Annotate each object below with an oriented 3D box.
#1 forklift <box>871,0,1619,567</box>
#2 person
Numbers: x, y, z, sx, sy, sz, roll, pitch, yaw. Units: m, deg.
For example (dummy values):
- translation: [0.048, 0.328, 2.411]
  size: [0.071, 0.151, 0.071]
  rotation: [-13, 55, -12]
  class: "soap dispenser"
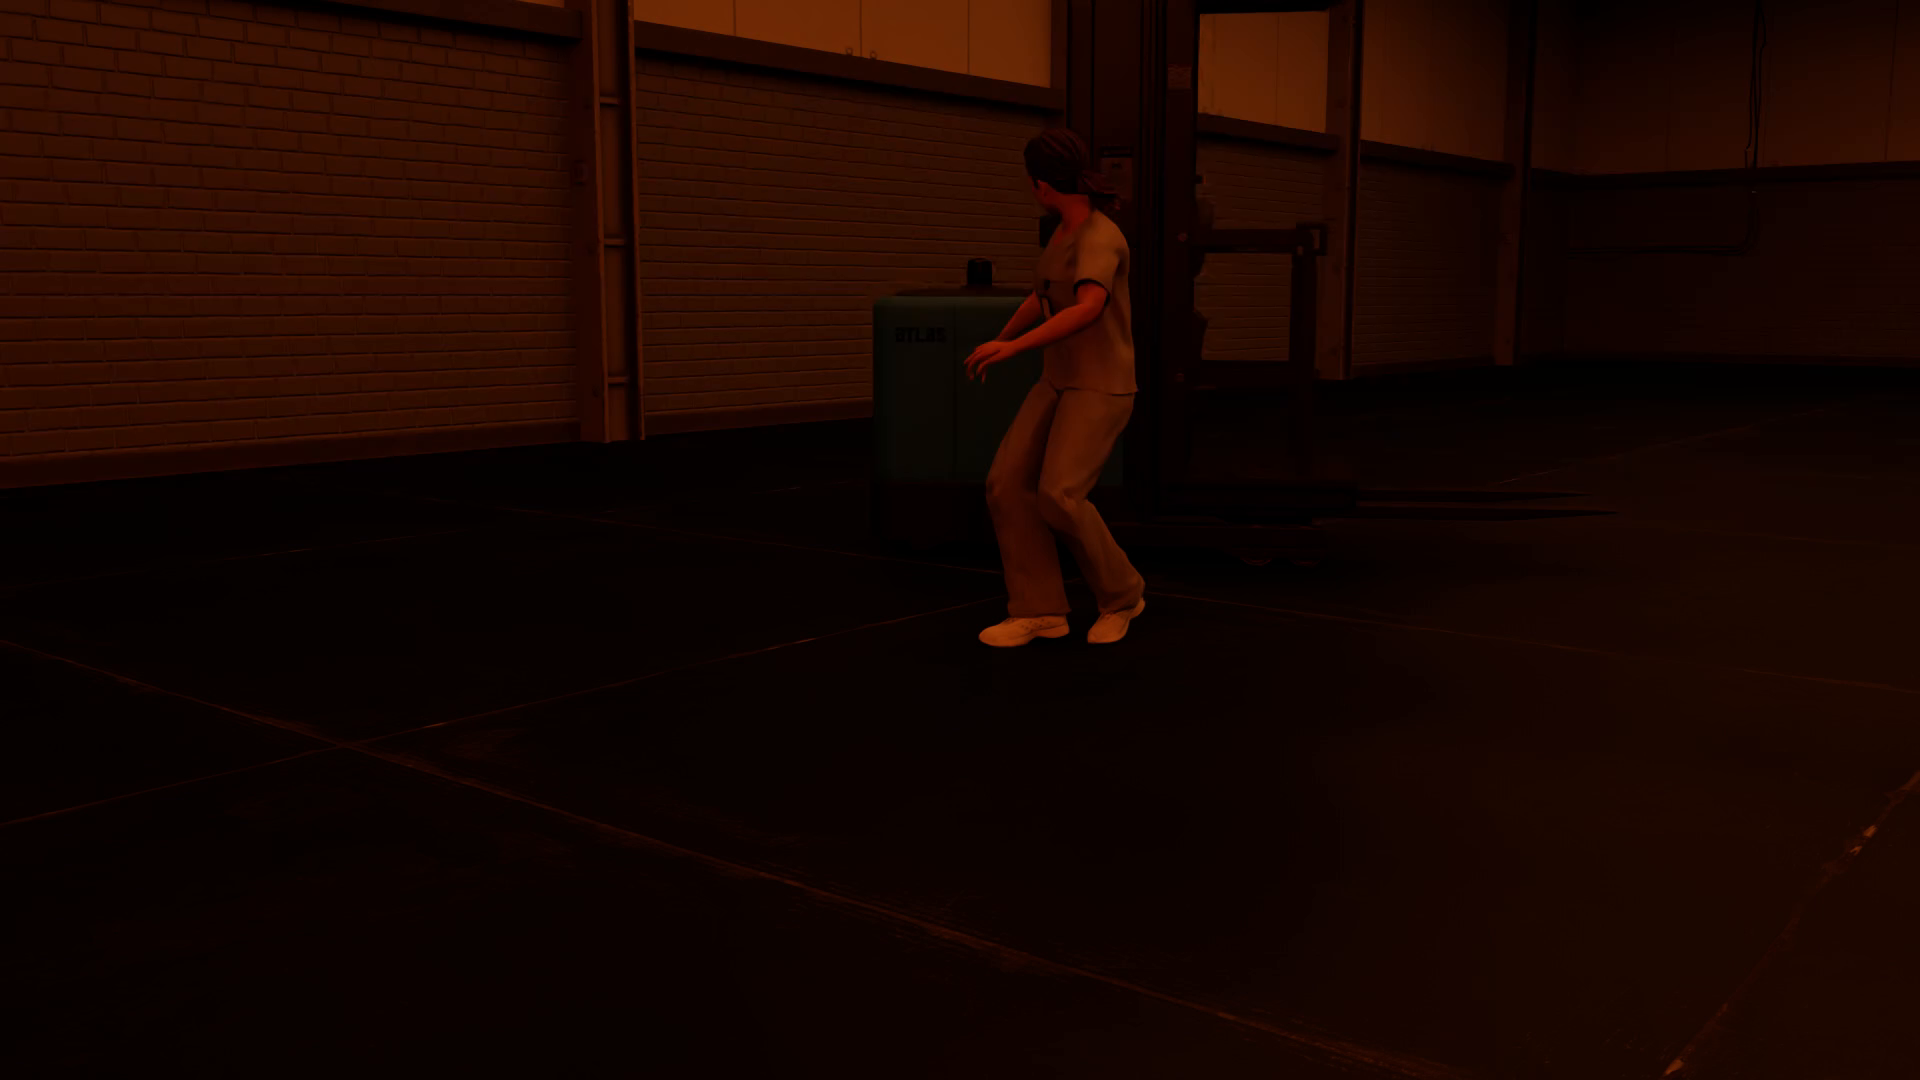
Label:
- translation: [1.187, -1.424, 7.011]
  size: [3.031, 2.935, 1.130]
  rotation: [1, 8, 9]
  class: "forklift"
- translation: [0.244, -0.458, 5.121]
  size: [0.698, 1.570, 0.718]
  rotation: [-4, 9, -25]
  class: "person"
